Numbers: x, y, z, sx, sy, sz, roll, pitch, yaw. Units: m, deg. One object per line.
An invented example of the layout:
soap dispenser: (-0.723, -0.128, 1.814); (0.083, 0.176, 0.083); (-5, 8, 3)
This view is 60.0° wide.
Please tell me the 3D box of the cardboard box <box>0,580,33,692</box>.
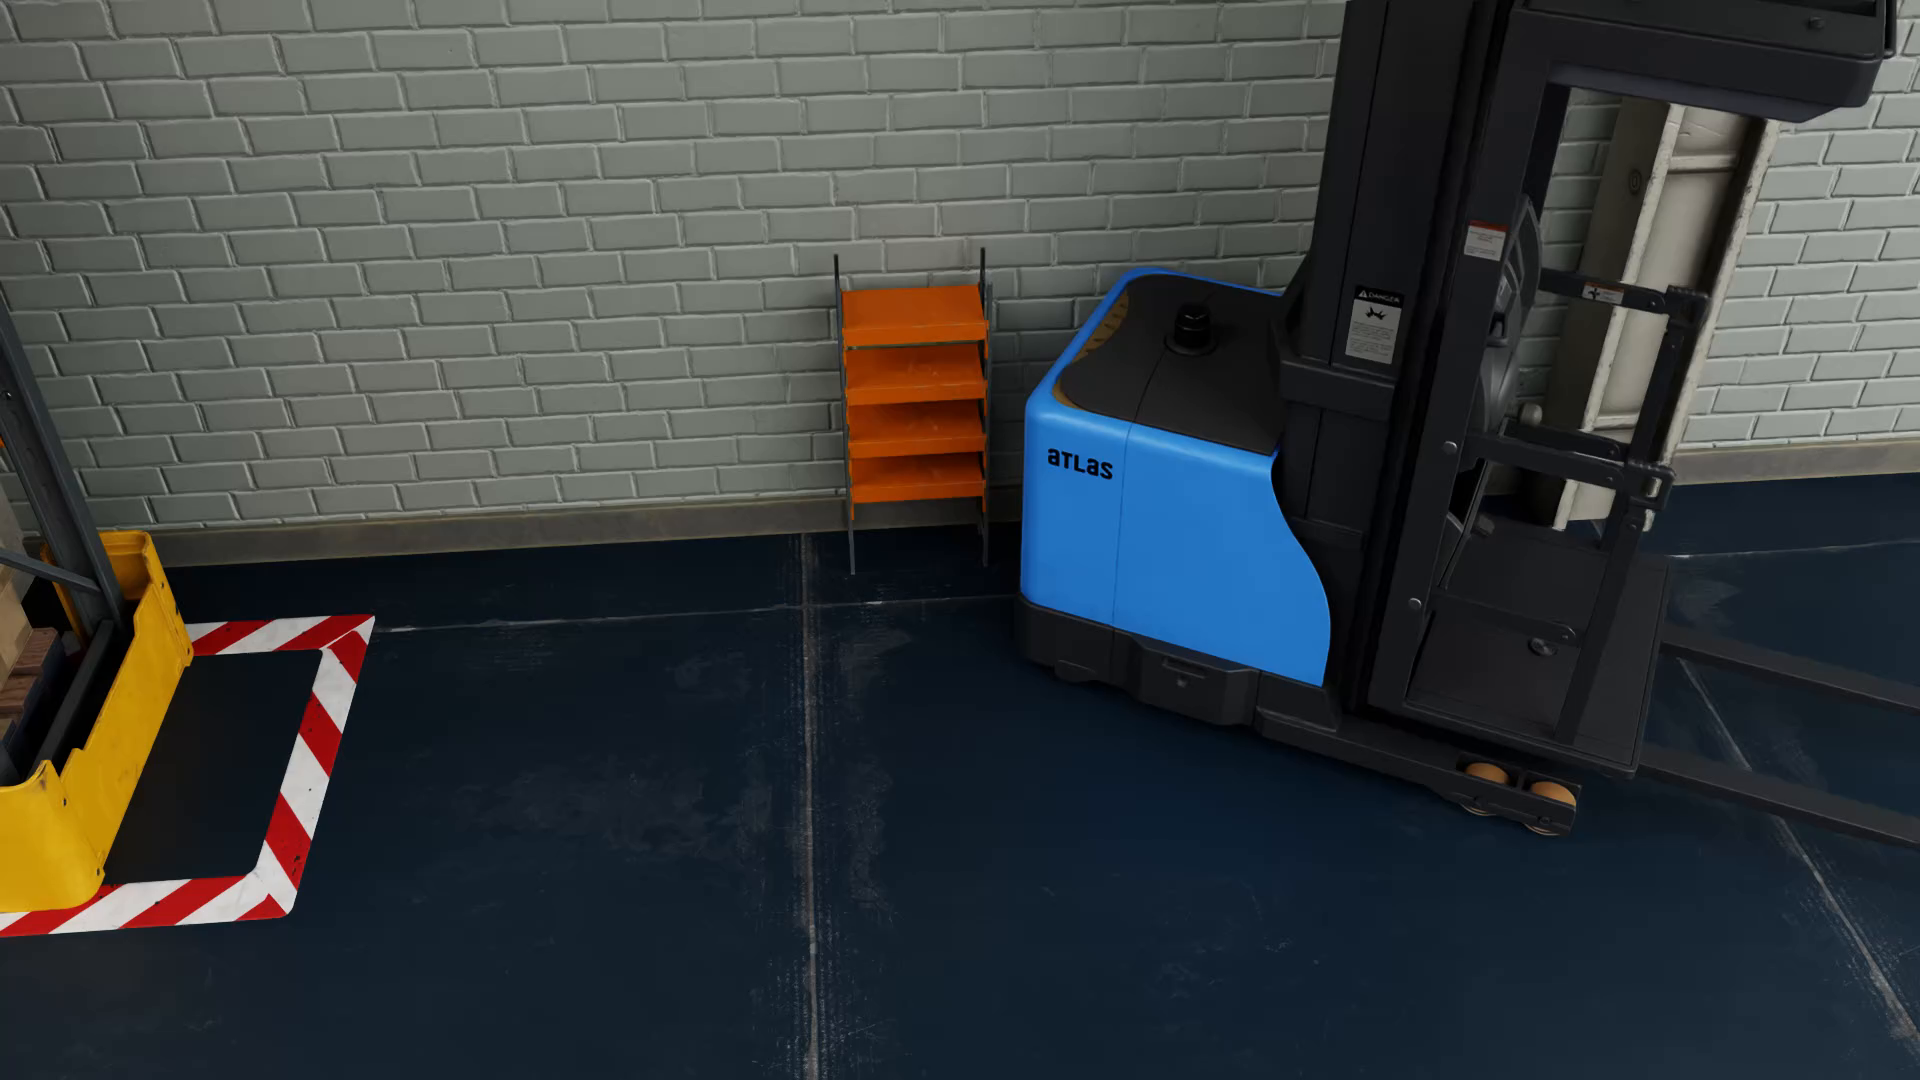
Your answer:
cardboard box: (-3.305, 0.371, 5.239); (0.500, 0.250, 0.500); (-3, 38, -4)

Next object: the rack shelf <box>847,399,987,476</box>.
rack shelf: (-0.158, -0.372, 5.855); (0.480, 0.148, 0.258); (-3, 40, -4)

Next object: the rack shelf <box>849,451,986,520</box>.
rack shelf: (-0.159, -0.220, 5.982); (0.480, 0.148, 0.258); (-3, 40, -4)

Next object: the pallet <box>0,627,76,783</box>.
pallet: (-3.556, 0.713, 5.176); (1.213, 0.211, 1.003); (-3, 38, -4)

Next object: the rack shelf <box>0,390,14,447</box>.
rack shelf: (-4.791, -0.058, 4.482); (4.000, 0.370, 1.077); (-3, 38, -4)

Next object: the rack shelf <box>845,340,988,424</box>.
rack shelf: (-0.158, -0.543, 5.711); (0.480, 0.148, 0.258); (-3, 40, -4)

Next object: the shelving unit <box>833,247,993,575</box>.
shelving unit: (-0.158, -0.423, 5.812); (0.503, 1.200, 0.258); (-3, 40, -4)

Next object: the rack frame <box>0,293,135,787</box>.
rack frame: (-2.798, -0.450, 4.399); (0.127, 3.000, 1.000); (-3, 38, -4)

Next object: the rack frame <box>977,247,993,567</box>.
rack frame: (0.085, -0.438, 5.830); (0.015, 1.200, 0.240); (-3, 40, -4)

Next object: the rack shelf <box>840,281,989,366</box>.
rack shelf: (-0.157, -0.725, 5.559); (0.480, 0.148, 0.258); (-3, 40, -4)

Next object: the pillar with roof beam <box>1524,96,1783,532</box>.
pillar with roof beam: (2.786, -0.996, 0.248); (0.400, 9.000, 9.100); (-3, 38, -4)

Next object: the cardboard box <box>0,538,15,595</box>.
cardboard box: (-3.285, 0.166, 5.095); (0.500, 0.250, 0.500); (-2, 38, -3)

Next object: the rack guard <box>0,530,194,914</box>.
rack guard: (-2.774, 0.530, 5.175); (0.348, 0.500, 1.175); (-3, 38, -4)

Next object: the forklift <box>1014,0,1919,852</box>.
forklift: (1.747, -0.622, 4.672); (3.031, 2.935, 1.130); (16, 41, 19)

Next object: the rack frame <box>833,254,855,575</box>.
rack frame: (-0.401, -0.409, 5.793); (0.015, 1.200, 0.240); (-3, 40, -4)
